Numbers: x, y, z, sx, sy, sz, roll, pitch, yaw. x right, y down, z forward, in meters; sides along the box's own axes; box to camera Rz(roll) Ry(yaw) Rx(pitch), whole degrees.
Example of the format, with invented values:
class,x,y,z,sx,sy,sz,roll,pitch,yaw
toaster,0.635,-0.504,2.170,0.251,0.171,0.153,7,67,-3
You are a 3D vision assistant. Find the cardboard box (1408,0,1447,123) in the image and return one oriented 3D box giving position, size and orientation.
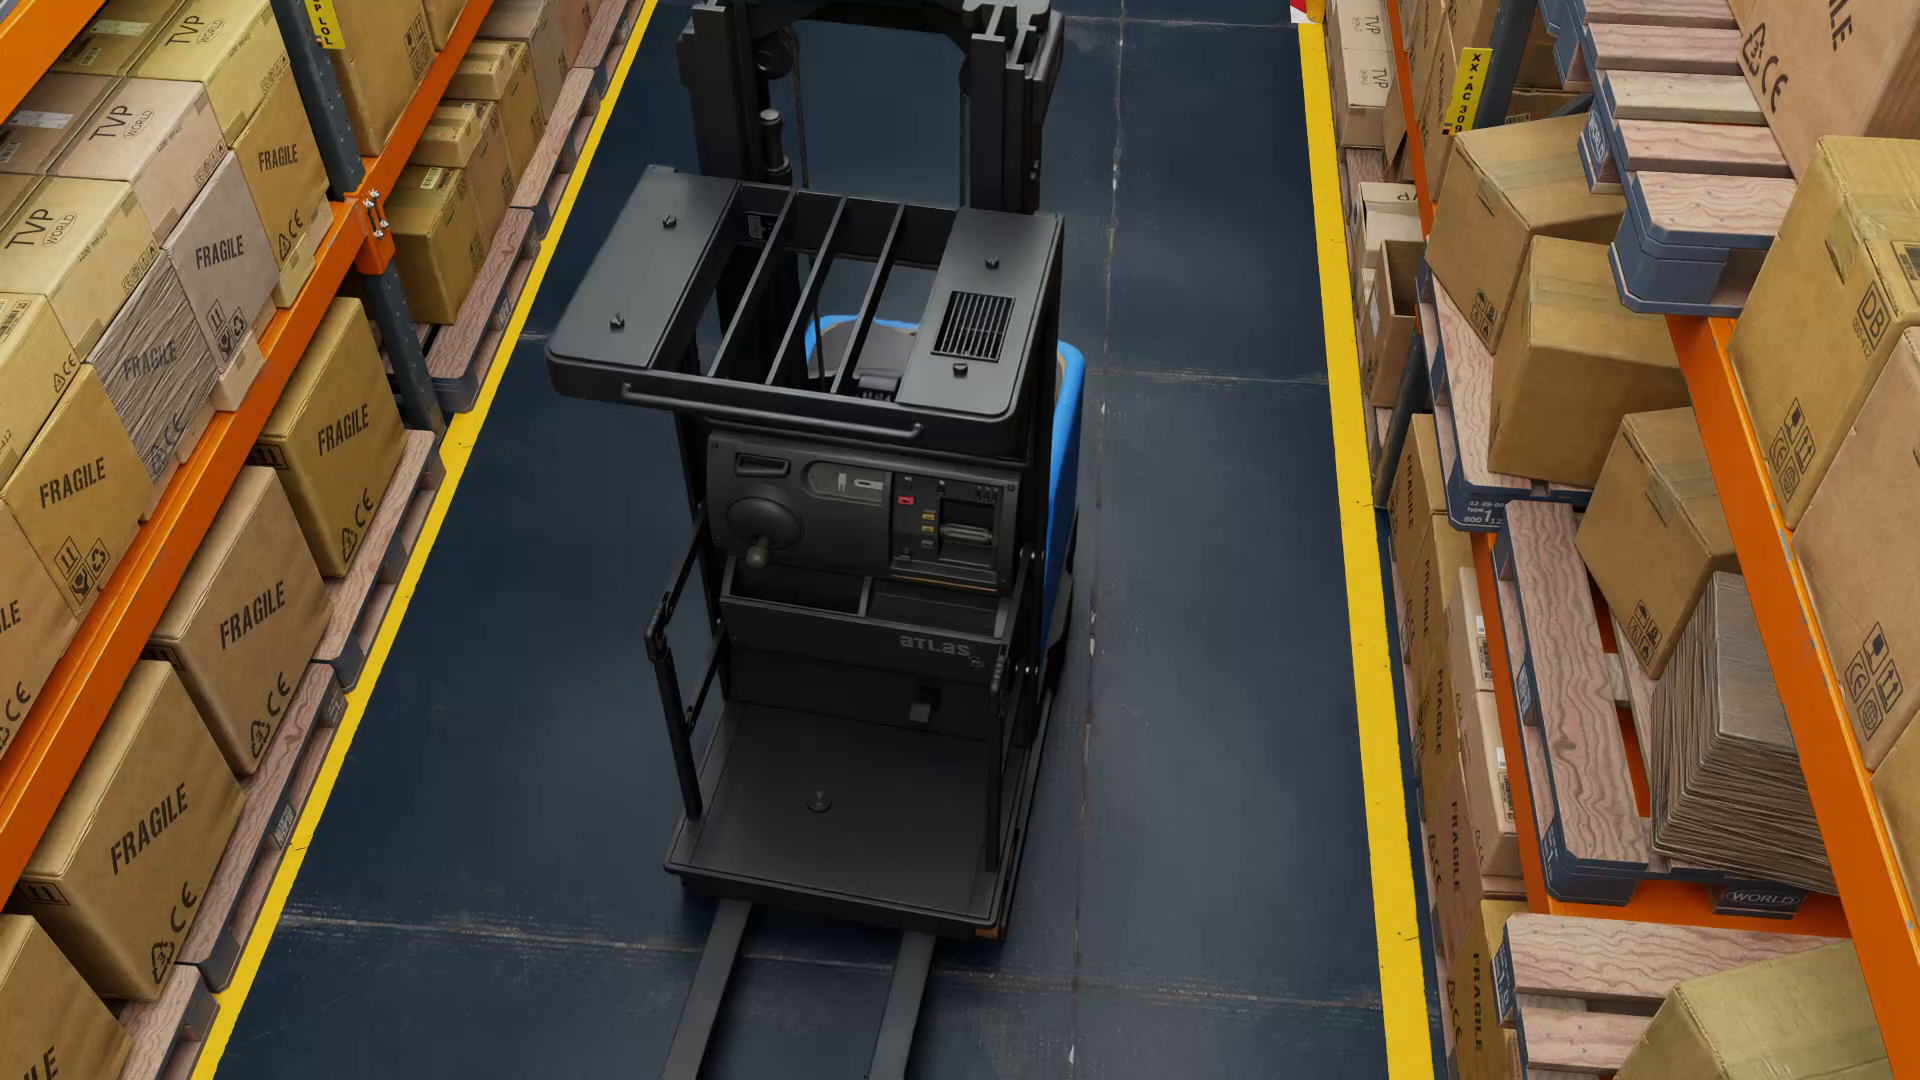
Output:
class,x,y,z,sx,sy,sz,roll,pitch,yaw
cardboard box,2.049,-1.947,6.430,0.500,0.500,0.500,5,48,5

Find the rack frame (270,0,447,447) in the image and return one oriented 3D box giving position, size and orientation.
class,x,y,z,sx,sy,sz,roll,pitch,yaw
rack frame,-2.720,-1.480,6.071,1.000,3.000,0.127,4,48,4

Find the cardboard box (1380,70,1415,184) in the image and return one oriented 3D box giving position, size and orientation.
class,x,y,z,sx,sy,sz,roll,pitch,yaw
cardboard box,2.379,-1.837,7.791,0.797,0.503,0.637,4,48,4

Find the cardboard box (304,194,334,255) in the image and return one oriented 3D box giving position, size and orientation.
class,x,y,z,sx,sy,sz,roll,pitch,yaw
cardboard box,-2.469,-1.135,5.912,0.380,0.149,0.250,4,48,4

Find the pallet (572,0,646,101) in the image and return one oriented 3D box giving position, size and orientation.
class,x,y,z,sx,sy,sz,roll,pitch,yaw
pallet,-2.351,-2.886,9.246,1.003,0.211,1.213,4,48,4

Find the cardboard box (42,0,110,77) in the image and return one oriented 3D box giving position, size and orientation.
class,x,y,z,sx,sy,sz,roll,pitch,yaw
cardboard box,-3.022,-1.554,5.347,0.500,0.250,0.500,5,48,5

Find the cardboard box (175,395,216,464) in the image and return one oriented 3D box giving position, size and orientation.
class,x,y,z,sx,sy,sz,roll,pitch,yaw
cardboard box,-2.591,-0.387,5.228,0.380,0.149,0.250,4,48,4

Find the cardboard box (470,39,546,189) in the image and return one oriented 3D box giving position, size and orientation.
class,x,y,z,sx,sy,sz,roll,pitch,yaw
cardboard box,-2.452,-2.067,8.017,0.700,0.500,0.500,5,48,4

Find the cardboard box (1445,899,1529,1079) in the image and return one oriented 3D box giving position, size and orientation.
class,x,y,z,sx,sy,sz,roll,pitch,yaw
cardboard box,1.747,1.401,4.832,0.500,0.500,0.500,2,48,2

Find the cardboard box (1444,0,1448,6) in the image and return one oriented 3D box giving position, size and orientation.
class,x,y,z,sx,sy,sz,roll,pitch,yaw
cardboard box,2.045,-2.287,6.063,0.500,0.500,0.500,3,48,3

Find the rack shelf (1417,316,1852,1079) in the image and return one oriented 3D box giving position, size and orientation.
class,x,y,z,sx,sy,sz,roll,pitch,yaw
rack shelf,2.031,0.562,4.690,1.077,0.370,4.000,4,48,4

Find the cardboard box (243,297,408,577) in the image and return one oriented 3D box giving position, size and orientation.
class,x,y,z,sx,sy,sz,roll,pitch,yaw
cardboard box,-2.650,-0.410,6.265,0.750,0.750,0.750,4,48,4

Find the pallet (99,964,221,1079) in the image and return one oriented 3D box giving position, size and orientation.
class,x,y,z,sx,sy,sz,roll,pitch,yaw
pallet,-2.938,1.826,4.937,1.003,0.211,1.213,4,48,4

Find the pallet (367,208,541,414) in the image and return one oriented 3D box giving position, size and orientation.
class,x,y,z,sx,sy,sz,roll,pitch,yaw
pallet,-2.573,-1.093,7.606,1.003,0.211,1.213,4,48,4

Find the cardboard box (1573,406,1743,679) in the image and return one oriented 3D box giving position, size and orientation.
class,x,y,z,sx,sy,sz,roll,pitch,yaw
cardboard box,2.113,-0.023,4.386,0.700,0.500,0.500,-7,48,-6

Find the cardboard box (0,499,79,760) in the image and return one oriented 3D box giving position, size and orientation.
class,x,y,z,sx,sy,sz,roll,pitch,yaw
cardboard box,-2.683,0.229,4.224,0.500,0.500,0.500,4,48,3

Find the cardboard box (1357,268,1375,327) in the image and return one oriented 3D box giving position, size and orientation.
class,x,y,z,sx,sy,sz,roll,pitch,yaw
cardboard box,1.957,-1.054,7.315,0.380,0.149,0.250,4,48,4

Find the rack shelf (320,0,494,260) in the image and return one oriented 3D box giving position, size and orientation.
class,x,y,z,sx,sy,sz,roll,pitch,yaw
rack shelf,-2.538,-2.707,7.681,1.077,0.370,4.000,4,48,4

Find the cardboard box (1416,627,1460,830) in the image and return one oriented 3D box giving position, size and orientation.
class,x,y,z,sx,sy,sz,roll,pitch,yaw
cardboard box,1.836,0.644,5.524,0.500,0.500,0.500,4,48,4

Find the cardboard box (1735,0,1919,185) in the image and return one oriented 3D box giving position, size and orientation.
class,x,y,z,sx,sy,sz,roll,pitch,yaw
cardboard box,1.975,-1.026,3.203,0.600,0.600,0.600,2,48,2

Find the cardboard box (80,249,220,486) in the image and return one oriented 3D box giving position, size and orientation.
class,x,y,z,sx,sy,sz,roll,pitch,yaw
cardboard box,-2.602,-0.521,4.911,0.500,0.500,0.500,4,48,4

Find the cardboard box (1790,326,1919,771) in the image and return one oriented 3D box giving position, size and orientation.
class,x,y,z,sx,sy,sz,roll,pitch,yaw
cardboard box,1.901,0.046,2.575,0.910,0.500,0.500,4,48,4

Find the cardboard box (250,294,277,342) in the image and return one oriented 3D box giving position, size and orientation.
class,x,y,z,sx,sy,sz,roll,pitch,yaw
cardboard box,-2.537,-0.761,5.570,0.380,0.149,0.250,5,48,5

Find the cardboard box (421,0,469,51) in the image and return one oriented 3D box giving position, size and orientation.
class,x,y,z,sx,sy,sz,roll,pitch,yaw
cardboard box,-2.583,-2.515,6.814,0.980,0.700,0.700,3,48,3

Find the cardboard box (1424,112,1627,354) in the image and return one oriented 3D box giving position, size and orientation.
class,x,y,z,sx,sy,sz,roll,pitch,yaw
cardboard box,1.947,-0.992,5.273,0.700,0.500,0.500,-11,48,-10

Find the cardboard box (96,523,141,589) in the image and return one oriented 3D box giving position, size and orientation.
class,x,y,z,sx,sy,sz,roll,pitch,yaw
cardboard box,-2.664,-0.010,4.883,0.380,0.149,0.250,5,48,5

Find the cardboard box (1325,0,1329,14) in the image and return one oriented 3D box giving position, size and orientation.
class,x,y,z,sx,sy,sz,roll,pitch,yaw
cardboard box,2.197,-2.991,9.087,0.380,0.149,0.250,4,48,4

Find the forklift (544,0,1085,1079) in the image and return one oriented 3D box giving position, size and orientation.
class,x,y,z,sx,sy,sz,roll,pitch,yaw
forklift,-0.331,0.029,4.737,1.130,2.935,3.031,8,48,8

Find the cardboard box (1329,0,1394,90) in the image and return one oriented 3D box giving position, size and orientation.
class,x,y,z,sx,sy,sz,roll,pitch,yaw
cardboard box,2.200,-2.562,8.626,0.500,0.250,0.500,4,48,4

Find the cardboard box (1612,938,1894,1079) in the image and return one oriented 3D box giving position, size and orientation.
class,x,y,z,sx,sy,sz,roll,pitch,yaw
cardboard box,1.794,1.143,3.319,0.700,0.500,0.500,-11,48,-10

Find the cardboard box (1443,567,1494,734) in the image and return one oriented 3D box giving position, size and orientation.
class,x,y,z,sx,sy,sz,roll,pitch,yaw
cardboard box,1.835,0.366,5.270,0.500,0.250,0.500,4,48,4

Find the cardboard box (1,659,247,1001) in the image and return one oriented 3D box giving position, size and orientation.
class,x,y,z,sx,sy,sz,roll,pitch,yaw
cardboard box,-2.801,0.868,5.096,0.750,0.750,0.750,4,48,3

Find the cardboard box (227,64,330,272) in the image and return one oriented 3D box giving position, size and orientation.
class,x,y,z,sx,sy,sz,roll,pitch,yaw
cardboard box,-2.511,-1.265,5.591,0.500,0.500,0.500,3,48,3

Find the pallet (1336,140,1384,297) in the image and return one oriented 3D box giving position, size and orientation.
class,x,y,z,sx,sy,sz,roll,pitch,yaw
pallet,2.385,-1.612,8.082,1.003,0.211,1.213,4,48,4

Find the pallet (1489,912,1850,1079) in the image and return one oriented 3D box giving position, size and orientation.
class,x,y,z,sx,sy,sz,roll,pitch,yaw
pallet,1.840,1.351,3.611,1.213,0.211,1.003,4,48,4

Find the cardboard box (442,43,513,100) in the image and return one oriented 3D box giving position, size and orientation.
class,x,y,z,sx,sy,sz,roll,pitch,yaw
cardboard box,-2.290,-2.163,7.665,0.380,0.149,0.250,3,48,2

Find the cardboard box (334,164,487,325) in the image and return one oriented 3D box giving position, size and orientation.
class,x,y,z,sx,sy,sz,roll,pitch,yaw
cardboard box,-2.550,-1.321,7.335,0.700,0.500,0.500,4,48,4

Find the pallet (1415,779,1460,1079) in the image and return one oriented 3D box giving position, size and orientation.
class,x,y,z,sx,sy,sz,roll,pitch,yaw
pallet,2.068,1.290,5.427,1.003,0.211,1.213,4,48,4

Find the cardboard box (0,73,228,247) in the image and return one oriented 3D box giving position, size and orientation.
class,x,y,z,sx,sy,sz,roll,pitch,yaw
cardboard box,-2.564,-1.139,4.968,0.500,0.250,0.500,5,48,4

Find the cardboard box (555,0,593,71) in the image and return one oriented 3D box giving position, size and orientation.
class,x,y,z,sx,sy,sz,roll,pitch,yaw
cardboard box,-2.366,-2.829,8.714,0.700,0.500,0.500,4,48,3

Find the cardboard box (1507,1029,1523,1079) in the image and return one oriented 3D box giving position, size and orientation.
class,x,y,z,sx,sy,sz,roll,pitch,yaw
cardboard box,1.701,1.487,4.245,0.500,0.250,0.500,6,48,5

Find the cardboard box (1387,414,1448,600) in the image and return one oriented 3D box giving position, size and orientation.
class,x,y,z,sx,sy,sz,roll,pitch,yaw
cardboard box,1.926,-0.116,6.219,0.500,0.500,0.500,2,48,2

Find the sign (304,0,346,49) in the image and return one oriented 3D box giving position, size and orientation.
class,x,y,z,sx,sy,sz,roll,pitch,yaw
sign,-2.179,-1.815,5.646,0.100,0.325,0.005,4,48,4

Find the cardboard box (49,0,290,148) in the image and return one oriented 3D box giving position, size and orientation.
class,x,y,z,sx,sy,sz,roll,pitch,yaw
cardboard box,-2.508,-1.514,5.311,0.500,0.250,0.500,5,48,4

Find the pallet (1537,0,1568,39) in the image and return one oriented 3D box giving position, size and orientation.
class,x,y,z,sx,sy,sz,roll,pitch,yaw
pallet,2.084,-1.624,4.298,1.213,0.211,1.003,4,48,4

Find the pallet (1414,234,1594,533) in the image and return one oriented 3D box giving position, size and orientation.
class,x,y,z,sx,sy,sz,roll,pitch,yaw
pallet,2.031,-0.505,5.310,1.003,0.211,1.213,4,48,4
